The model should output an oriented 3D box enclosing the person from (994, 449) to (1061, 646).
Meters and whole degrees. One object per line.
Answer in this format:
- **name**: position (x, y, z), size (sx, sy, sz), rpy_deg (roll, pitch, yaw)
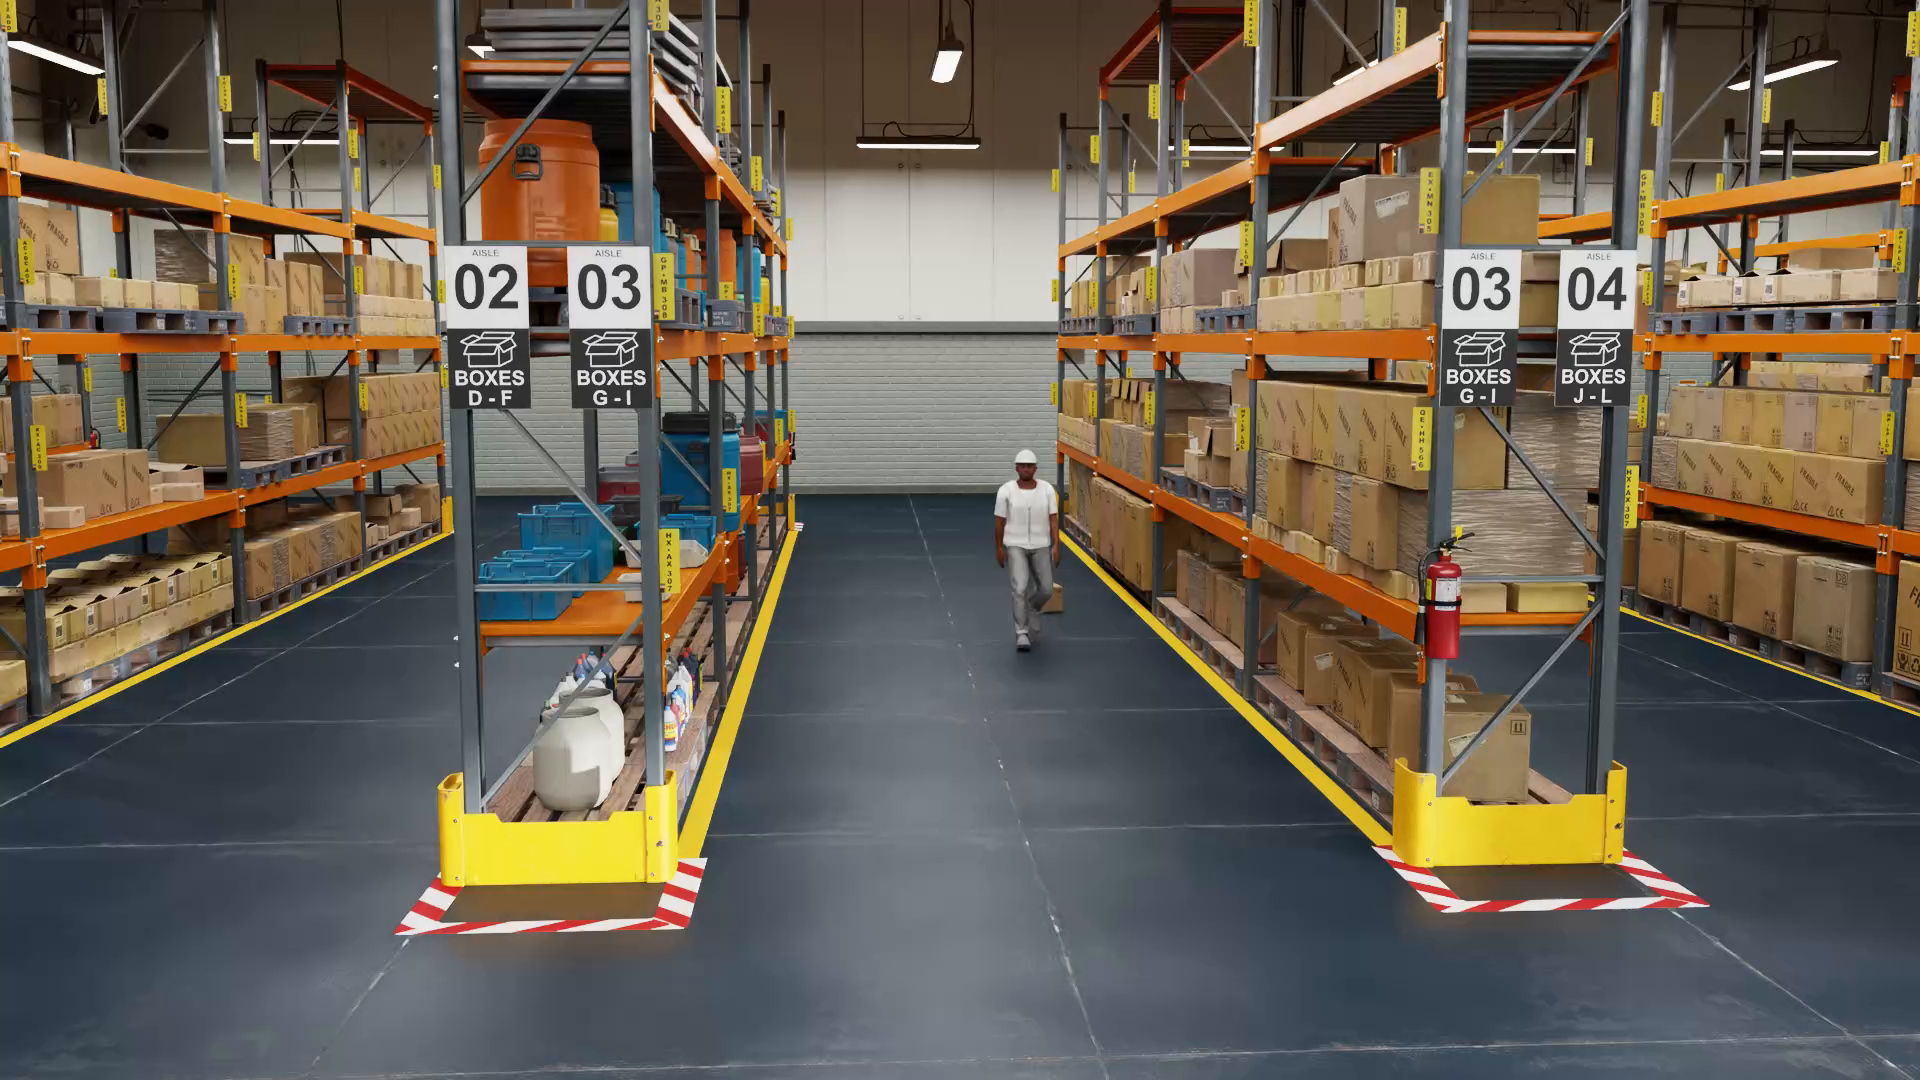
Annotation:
- **person**: position (0.606, 0.058, 14.958), size (0.584, 1.751, 0.649), rpy_deg (-1, 7, -7)
